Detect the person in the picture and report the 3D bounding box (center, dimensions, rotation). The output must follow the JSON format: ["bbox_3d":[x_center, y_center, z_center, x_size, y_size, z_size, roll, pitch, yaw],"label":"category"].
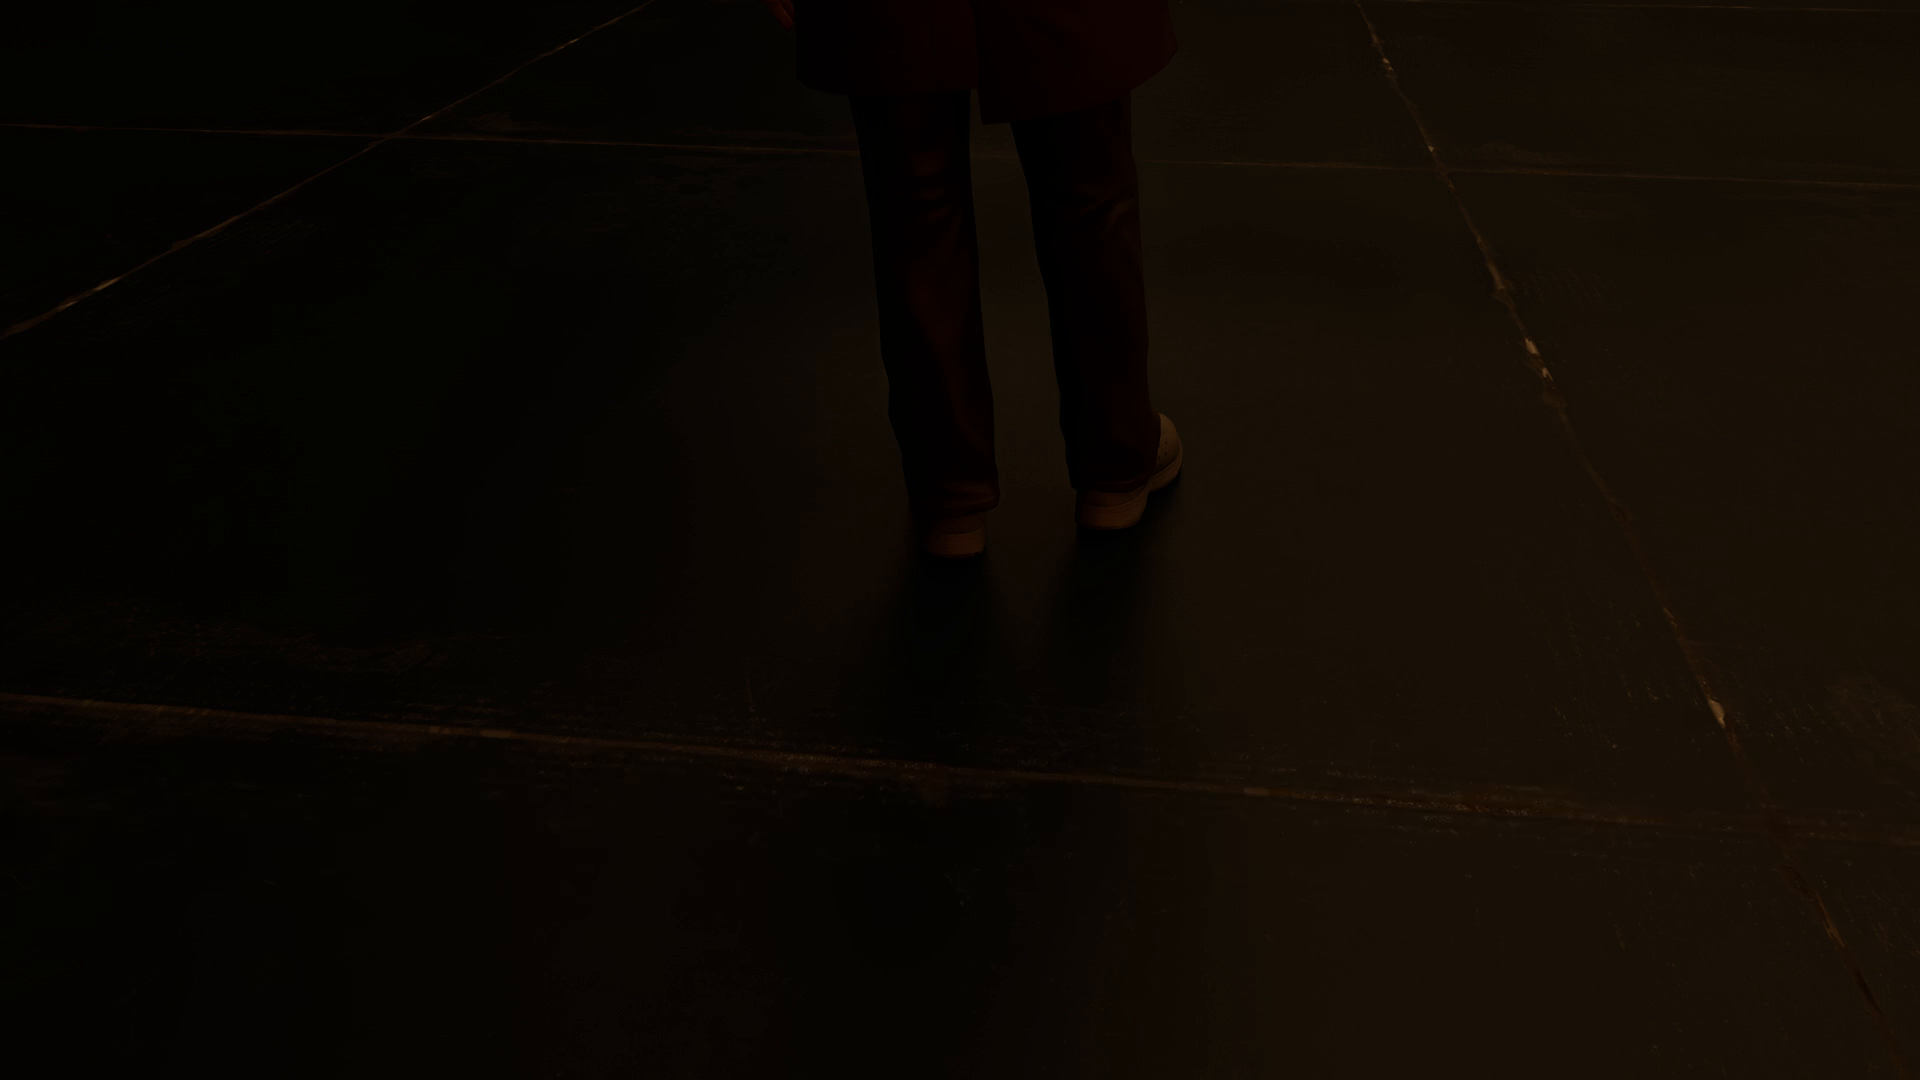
[{"bbox_3d":[0.017,-0.842,2.180,0.696,1.776,0.582,3,27,7],"label":"person"}]
